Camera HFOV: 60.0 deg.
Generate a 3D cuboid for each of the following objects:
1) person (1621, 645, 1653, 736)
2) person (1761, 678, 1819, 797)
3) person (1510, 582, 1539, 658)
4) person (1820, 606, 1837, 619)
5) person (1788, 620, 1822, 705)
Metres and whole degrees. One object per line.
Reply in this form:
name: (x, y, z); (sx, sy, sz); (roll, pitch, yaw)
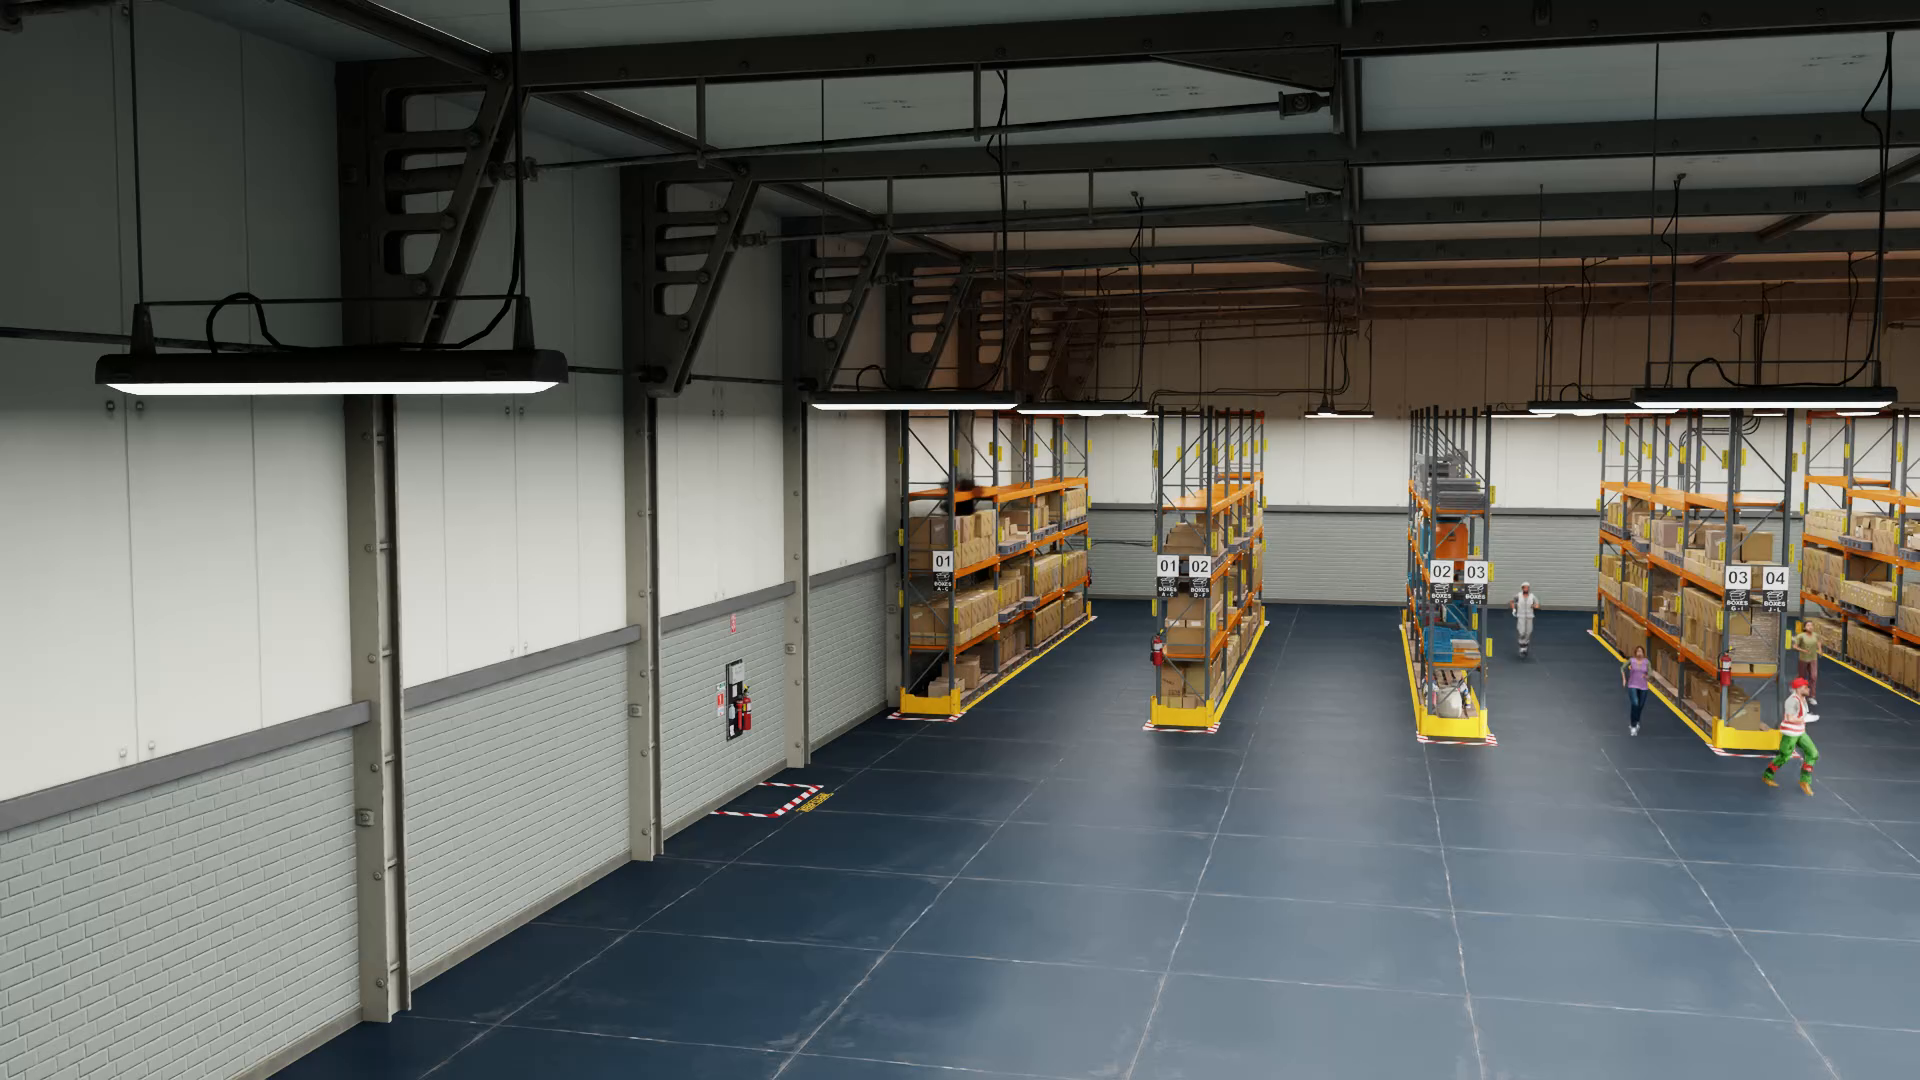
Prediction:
person: (12.381, 2.742, 30.393); (0.505, 1.641, 0.712); (1, 4, 8)
person: (12.775, 3.003, 25.552); (0.693, 1.815, 0.865); (-4, 5, -40)
person: (13.709, 1.936, 40.345); (0.630, 1.844, 0.735); (1, 4, 9)
person: (23.185, 1.713, 44.307); (0.740, 1.793, 0.677); (1, 4, 13)
person: (17.254, 2.473, 33.888); (0.585, 1.657, 0.947); (0, 4, 6)
